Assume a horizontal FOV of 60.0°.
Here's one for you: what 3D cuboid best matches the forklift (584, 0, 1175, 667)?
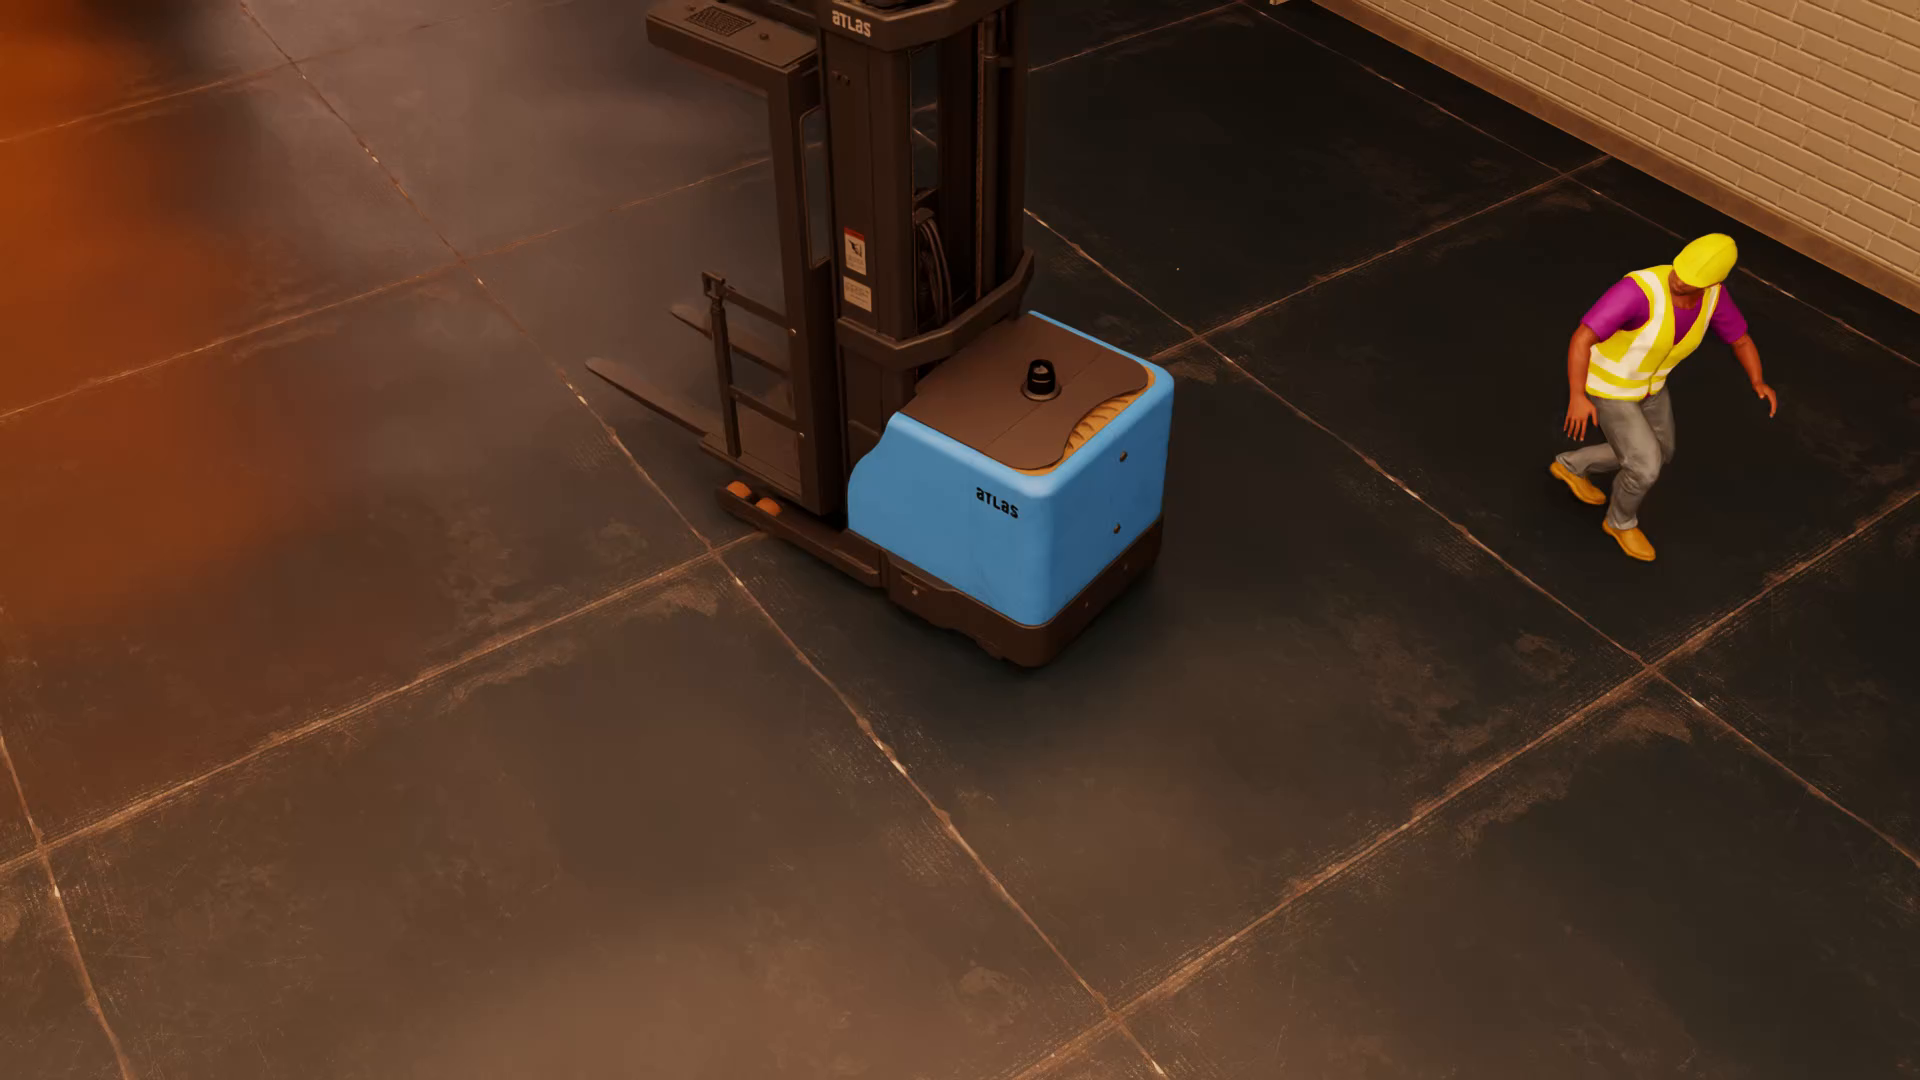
[{"bbox_3d":[-0.538,-1.363,7.194,3.031,2.935,1.130,28,50,27],"label":"forklift"}]

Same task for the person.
[{"bbox_3d":[3.056,-0.604,7.329,0.923,1.631,0.841,-23,48,-23],"label":"person"}]
